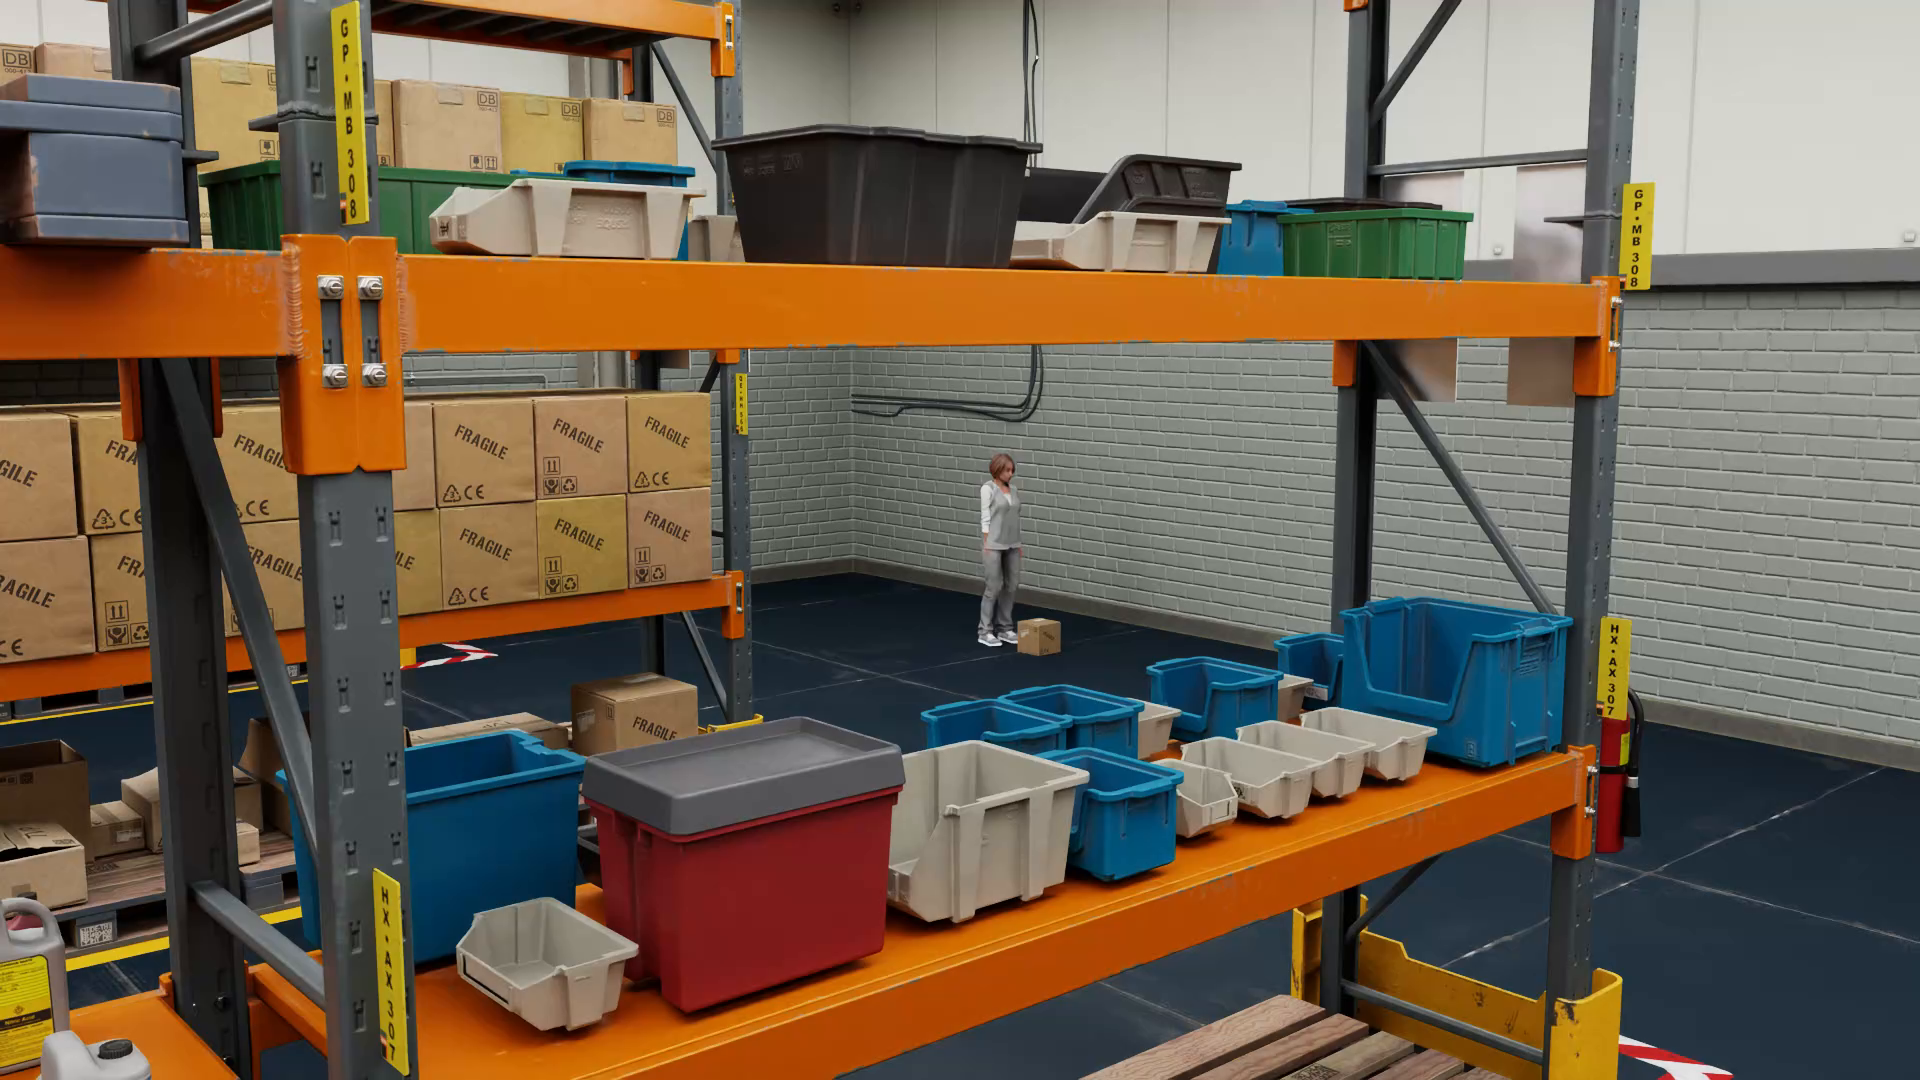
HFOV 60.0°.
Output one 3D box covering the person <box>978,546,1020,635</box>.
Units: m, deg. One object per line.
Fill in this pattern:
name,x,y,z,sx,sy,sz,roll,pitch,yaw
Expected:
person,0.324,0.361,13.833,0.354,0.877,0.278,-6,10,-40
